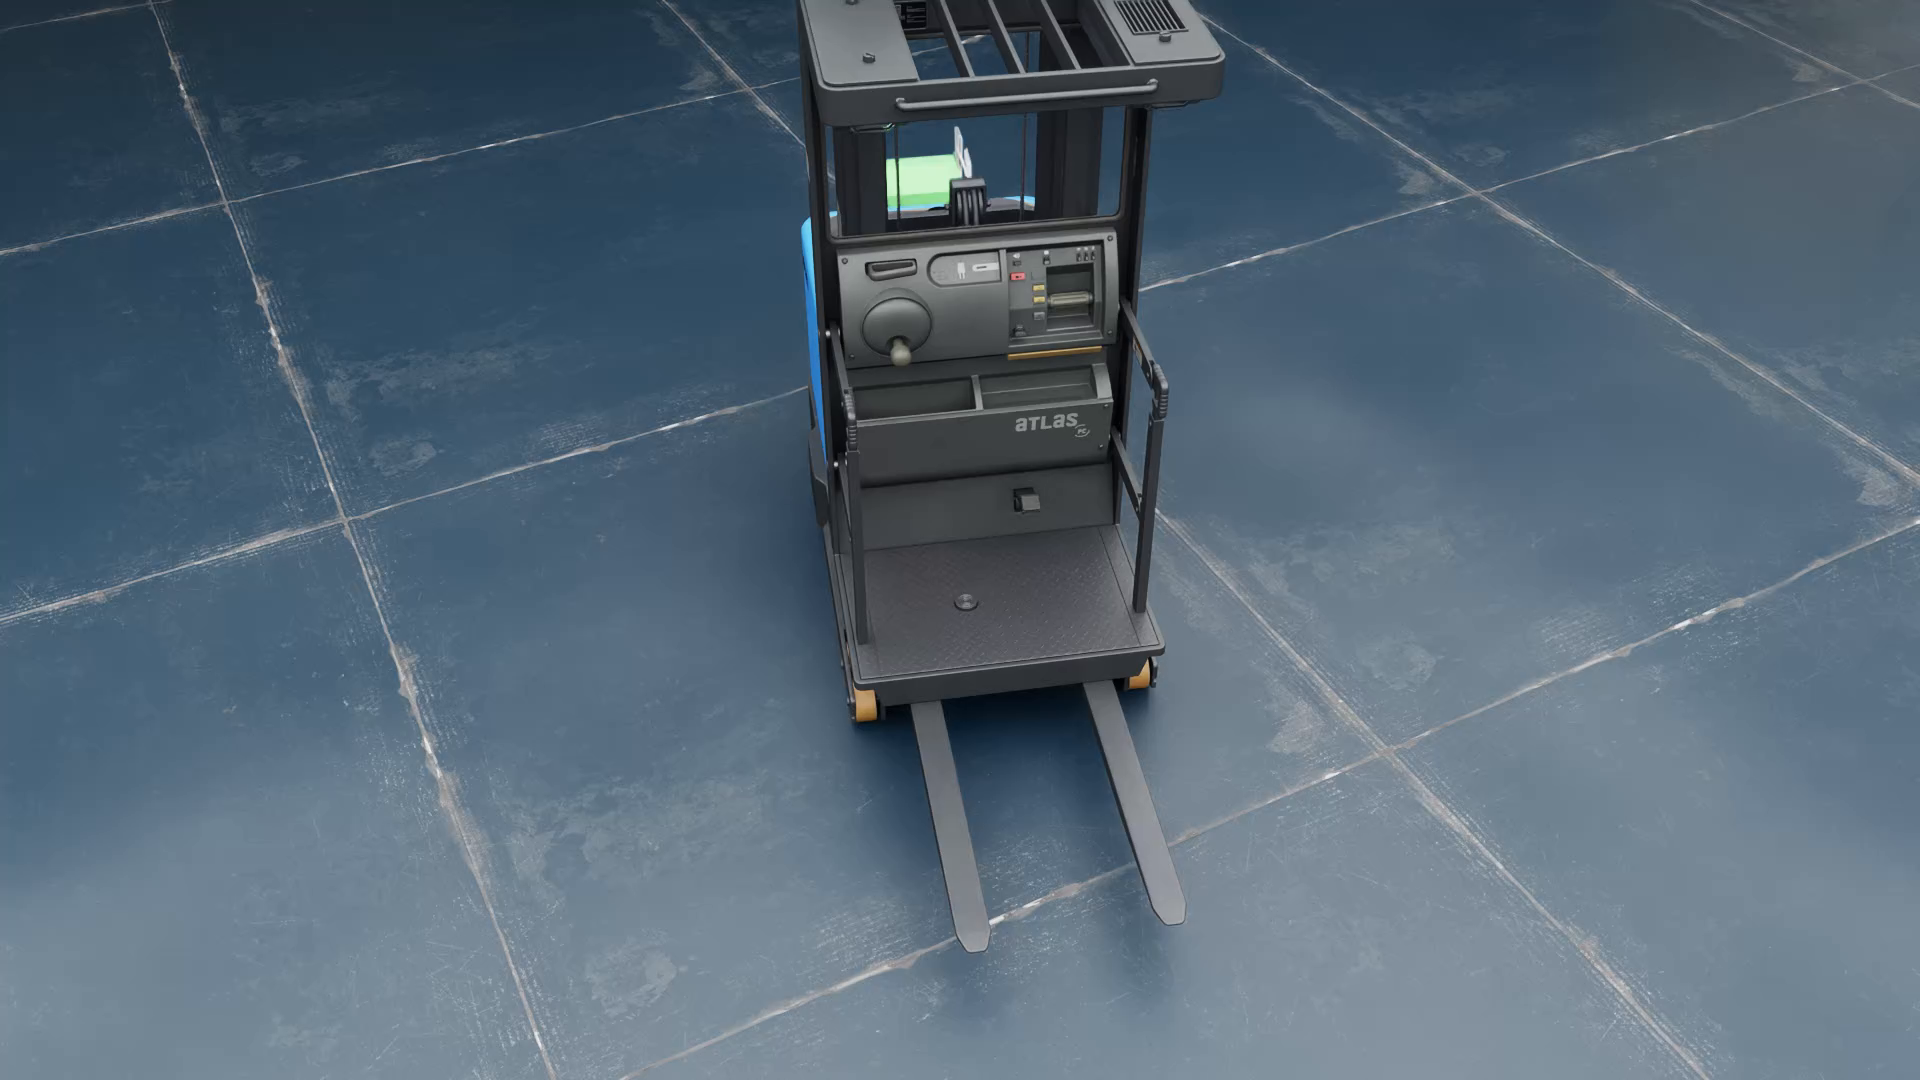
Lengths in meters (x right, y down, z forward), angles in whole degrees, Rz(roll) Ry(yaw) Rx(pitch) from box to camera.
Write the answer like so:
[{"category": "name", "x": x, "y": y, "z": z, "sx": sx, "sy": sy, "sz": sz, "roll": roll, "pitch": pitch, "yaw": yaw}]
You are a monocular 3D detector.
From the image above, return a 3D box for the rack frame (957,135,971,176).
[{"category": "rack frame", "x": 0.016, "y": -1.139, "z": 7.167, "sx": 0.015, "sy": 1.200, "sz": 0.240, "roll": -6, "pitch": 41, "yaw": -7}]

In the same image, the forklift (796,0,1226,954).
[{"category": "forklift", "x": 0.103, "y": -0.719, "z": 5.331, "sx": 1.130, "sy": 2.935, "sz": 3.031, "roll": -6, "pitch": 41, "yaw": -7}]

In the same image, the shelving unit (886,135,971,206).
[{"category": "shelving unit", "x": -0.225, "y": -1.113, "z": 7.136, "sx": 0.503, "sy": 1.200, "sz": 0.258, "roll": -6, "pitch": 41, "yaw": -7}]

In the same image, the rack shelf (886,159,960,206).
[{"category": "rack shelf", "x": -0.225, "y": -1.430, "z": 6.867, "sx": 0.480, "sy": 0.148, "sz": 0.258, "roll": -6, "pitch": 41, "yaw": -7}]
